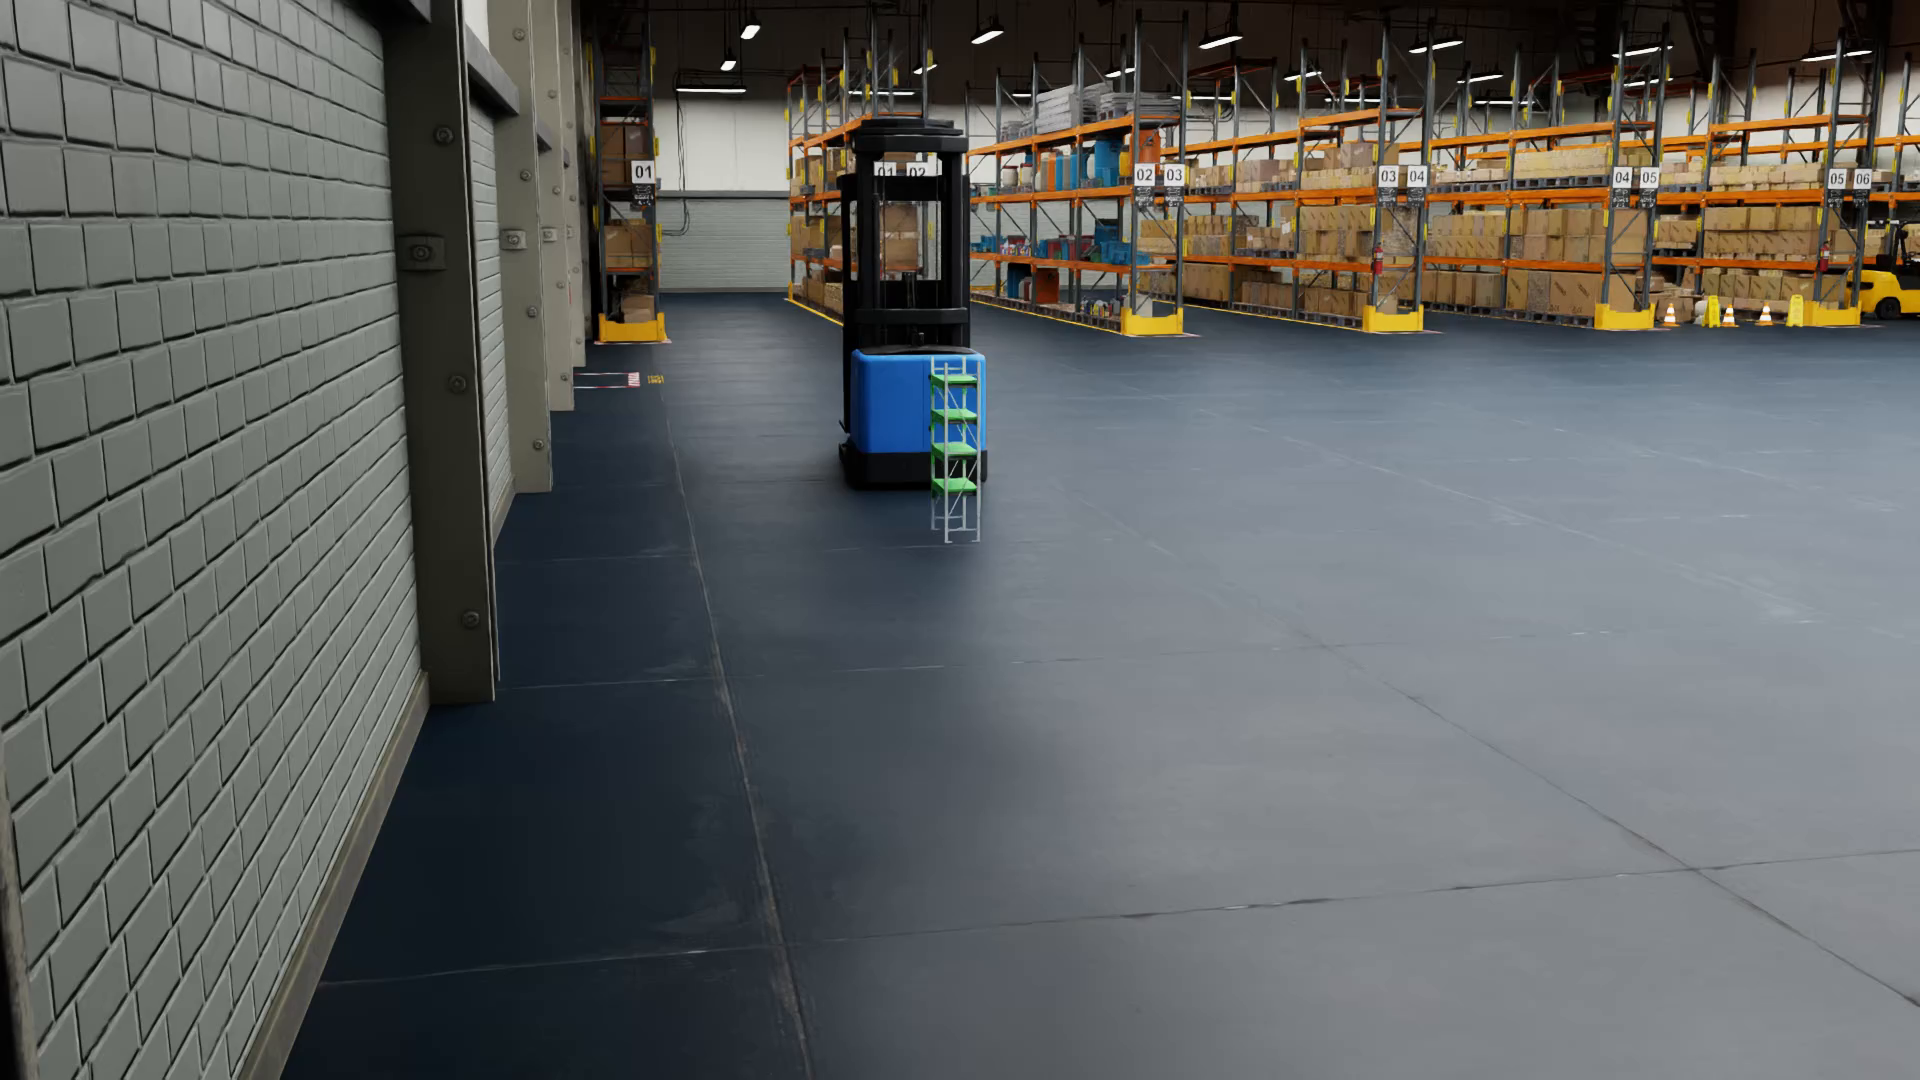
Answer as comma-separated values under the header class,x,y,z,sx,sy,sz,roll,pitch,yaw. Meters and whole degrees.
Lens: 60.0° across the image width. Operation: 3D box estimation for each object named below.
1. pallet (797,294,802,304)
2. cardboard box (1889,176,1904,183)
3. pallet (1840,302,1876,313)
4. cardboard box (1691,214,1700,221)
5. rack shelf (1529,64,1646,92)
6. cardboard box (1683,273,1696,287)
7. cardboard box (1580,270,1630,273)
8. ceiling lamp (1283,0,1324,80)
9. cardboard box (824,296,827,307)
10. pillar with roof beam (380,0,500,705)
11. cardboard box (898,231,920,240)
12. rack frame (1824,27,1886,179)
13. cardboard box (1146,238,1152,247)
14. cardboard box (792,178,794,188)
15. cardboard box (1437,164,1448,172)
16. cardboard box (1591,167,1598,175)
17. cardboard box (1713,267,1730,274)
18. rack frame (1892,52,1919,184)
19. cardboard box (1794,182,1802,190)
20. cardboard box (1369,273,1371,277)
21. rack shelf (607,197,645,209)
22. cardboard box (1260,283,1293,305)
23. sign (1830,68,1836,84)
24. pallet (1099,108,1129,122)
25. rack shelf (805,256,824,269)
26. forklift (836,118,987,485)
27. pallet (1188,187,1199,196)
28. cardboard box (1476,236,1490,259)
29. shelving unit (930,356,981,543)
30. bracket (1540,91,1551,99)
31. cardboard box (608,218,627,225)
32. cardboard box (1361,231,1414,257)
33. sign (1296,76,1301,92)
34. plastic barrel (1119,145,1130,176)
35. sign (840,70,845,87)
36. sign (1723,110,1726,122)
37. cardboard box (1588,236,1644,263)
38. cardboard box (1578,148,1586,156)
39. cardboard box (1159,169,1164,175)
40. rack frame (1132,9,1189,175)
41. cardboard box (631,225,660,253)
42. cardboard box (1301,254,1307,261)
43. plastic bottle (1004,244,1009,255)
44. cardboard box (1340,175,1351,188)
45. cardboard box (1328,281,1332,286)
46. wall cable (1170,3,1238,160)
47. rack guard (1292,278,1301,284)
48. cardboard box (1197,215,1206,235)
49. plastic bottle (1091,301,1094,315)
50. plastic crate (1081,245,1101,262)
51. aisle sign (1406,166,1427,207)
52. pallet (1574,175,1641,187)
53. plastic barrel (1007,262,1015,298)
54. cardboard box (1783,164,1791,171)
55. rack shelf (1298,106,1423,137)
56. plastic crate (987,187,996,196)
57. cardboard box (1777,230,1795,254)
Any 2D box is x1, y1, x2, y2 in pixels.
class,x,y,z,sx,sy,sz,roll,pitch,yaw
pallet,-3.802,-6.452,44.530,1.003,0.211,1.213,-2,11,-11
cardboard box,22.462,-8.674,40.004,0.380,0.149,0.250,-2,11,-11
pallet,22.252,-5.669,40.418,1.003,0.211,1.213,-2,11,-11
cardboard box,17.509,-7.739,39.913,0.380,0.149,0.250,-1,11,-8
rack shelf,16.399,-12.051,43.480,1.077,0.370,4.000,-2,11,-11
cardboard box,20.751,-7.254,46.849,0.500,0.500,0.500,-2,11,-9
cardboard box,16.735,-6.750,43.198,0.875,0.875,0.875,-2,11,-12
ceiling lamp,9.155,-13.593,42.934,0.800,3.185,2.000,-2,11,-11
cardboard box,-2.837,-5.487,38.231,0.500,0.250,0.500,-2,11,-11
pillar with roof beam,1.953,-3.889,7.560,9.100,9.000,0.400,-2,11,-11
cardboard box,-0.960,-5.718,31.215,0.380,0.149,0.250,-2,11,-11
rack frame,18.344,-8.938,34.087,1.000,3.000,0.127,-2,11,-11
cardboard box,5.541,-8.352,46.660,0.500,0.250,0.500,-2,11,-13
cardboard box,-4.272,-9.655,44.942,0.500,0.250,0.500,-2,11,-11
cardboard box,12.043,-9.337,41.892,0.396,0.266,0.258,-2,11,-11
cardboard box,13.063,-7.492,33.798,0.380,0.149,0.250,-2,11,-11
cardboard box,17.381,-6.124,37.838,0.380,0.149,0.250,-2,11,-10
rack frame,22.434,-9.852,38.894,1.000,3.000,0.127,-2,11,-11
cardboard box,17.901,-7.490,35.178,0.380,0.149,0.250,-2,11,-9
cardboard box,11.165,-7.097,44.017,0.500,0.250,0.500,-2,11,-9
rack shelf,-7.898,-8.044,39.338,1.077,0.370,4.000,-2,11,-11
cardboard box,7.454,-5.758,38.937,0.700,0.500,0.500,-1,11,-6
sign,17.795,-9.458,33.899,0.100,0.325,0.005,-2,11,-11
pallet,3.415,-8.467,33.190,1.003,0.211,1.213,-2,11,-11
rack shelf,-3.040,-6.751,40.569,1.077,0.370,4.000,-2,11,-11
forklift,-0.491,-2.112,14.456,1.130,2.935,3.031,-1,11,-8
pallet,6.516,-9.044,43.181,0.805,0.209,1.217,-3,11,-13
cardboard box,12.268,-6.753,38.389,0.500,0.500,0.500,-2,11,-12
shelving unit,-0.032,-0.620,11.244,0.258,1.200,0.503,-2,11,-11
bracket,19.570,-14.847,55.506,0.235,0.232,0.430,-2,11,-11
cardboard box,-7.852,-7.204,37.903,0.500,0.250,0.500,-2,11,-9
cardboard box,8.543,-5.927,33.253,0.875,0.500,0.500,-2,11,-11
sign,7.302,-9.826,35.834,0.100,0.325,0.005,-2,11,-11
plastic barrel,3.418,-7.427,32.545,0.600,0.588,0.600,0,11,0
sign,-2.403,-9.427,33.949,0.100,0.325,0.005,-2,11,-11
sign,21.421,-11.878,46.612,0.100,0.325,0.005,-2,11,-11
cardboard box,13.391,-5.932,33.940,0.875,0.550,0.550,-2,11,-11
cardboard box,12.961,-7.979,34.222,0.380,0.149,0.250,-2,11,-10
cardboard box,5.804,-10.049,46.289,0.700,0.500,0.500,-3,11,-15
rack frame,3.765,-8.397,31.247,1.000,3.000,0.127,-2,11,-11
cardboard box,-5.751,-5.493,30.375,0.500,0.500,0.500,-2,11,-11
cardboard box,7.628,-6.144,36.125,0.380,0.149,0.250,-2,11,-11
plastic bottle,1.218,-7.424,42.512,0.152,0.276,0.135,-2,11,-11
cardboard box,8.089,-7.295,33.880,0.500,0.250,0.500,-2,11,-10
cardboard box,10.613,-7.234,46.888,0.380,0.149,0.250,-3,11,-14
wall cable,7.792,-14.255,53.418,2.277,5.999,0.120,-2,11,-11
rack guard,10.411,-7.485,49.183,1.175,0.500,0.348,-2,11,-11
cardboard box,6.544,-8.130,42.937,0.797,0.503,0.637,-2,11,-10
plastic bottle,2.765,-4.836,34.670,0.061,0.283,0.133,-2,11,-8
plastic crate,2.964,-6.053,35.140,0.767,0.338,0.504,-2,11,-11
aisle sign,8.929,-6.907,32.509,0.394,0.787,0.004,-2,11,-11
pallet,13.353,-7.358,34.046,1.003,0.211,1.213,-2,11,-11
plastic barrel,1.520,-6.726,43.001,0.600,0.901,0.708,-2,11,-11
cardboard box,17.869,-7.972,35.576,0.380,0.149,0.250,-2,11,-11
rack shelf,8.234,-8.589,34.189,1.077,0.370,4.000,-2,11,-11
plastic crate,0.941,-9.198,43.923,0.416,0.233,0.300,-2,11,-11
cardboard box,17.875,-6.367,35.565,0.500,0.500,0.500,-2,11,-11
